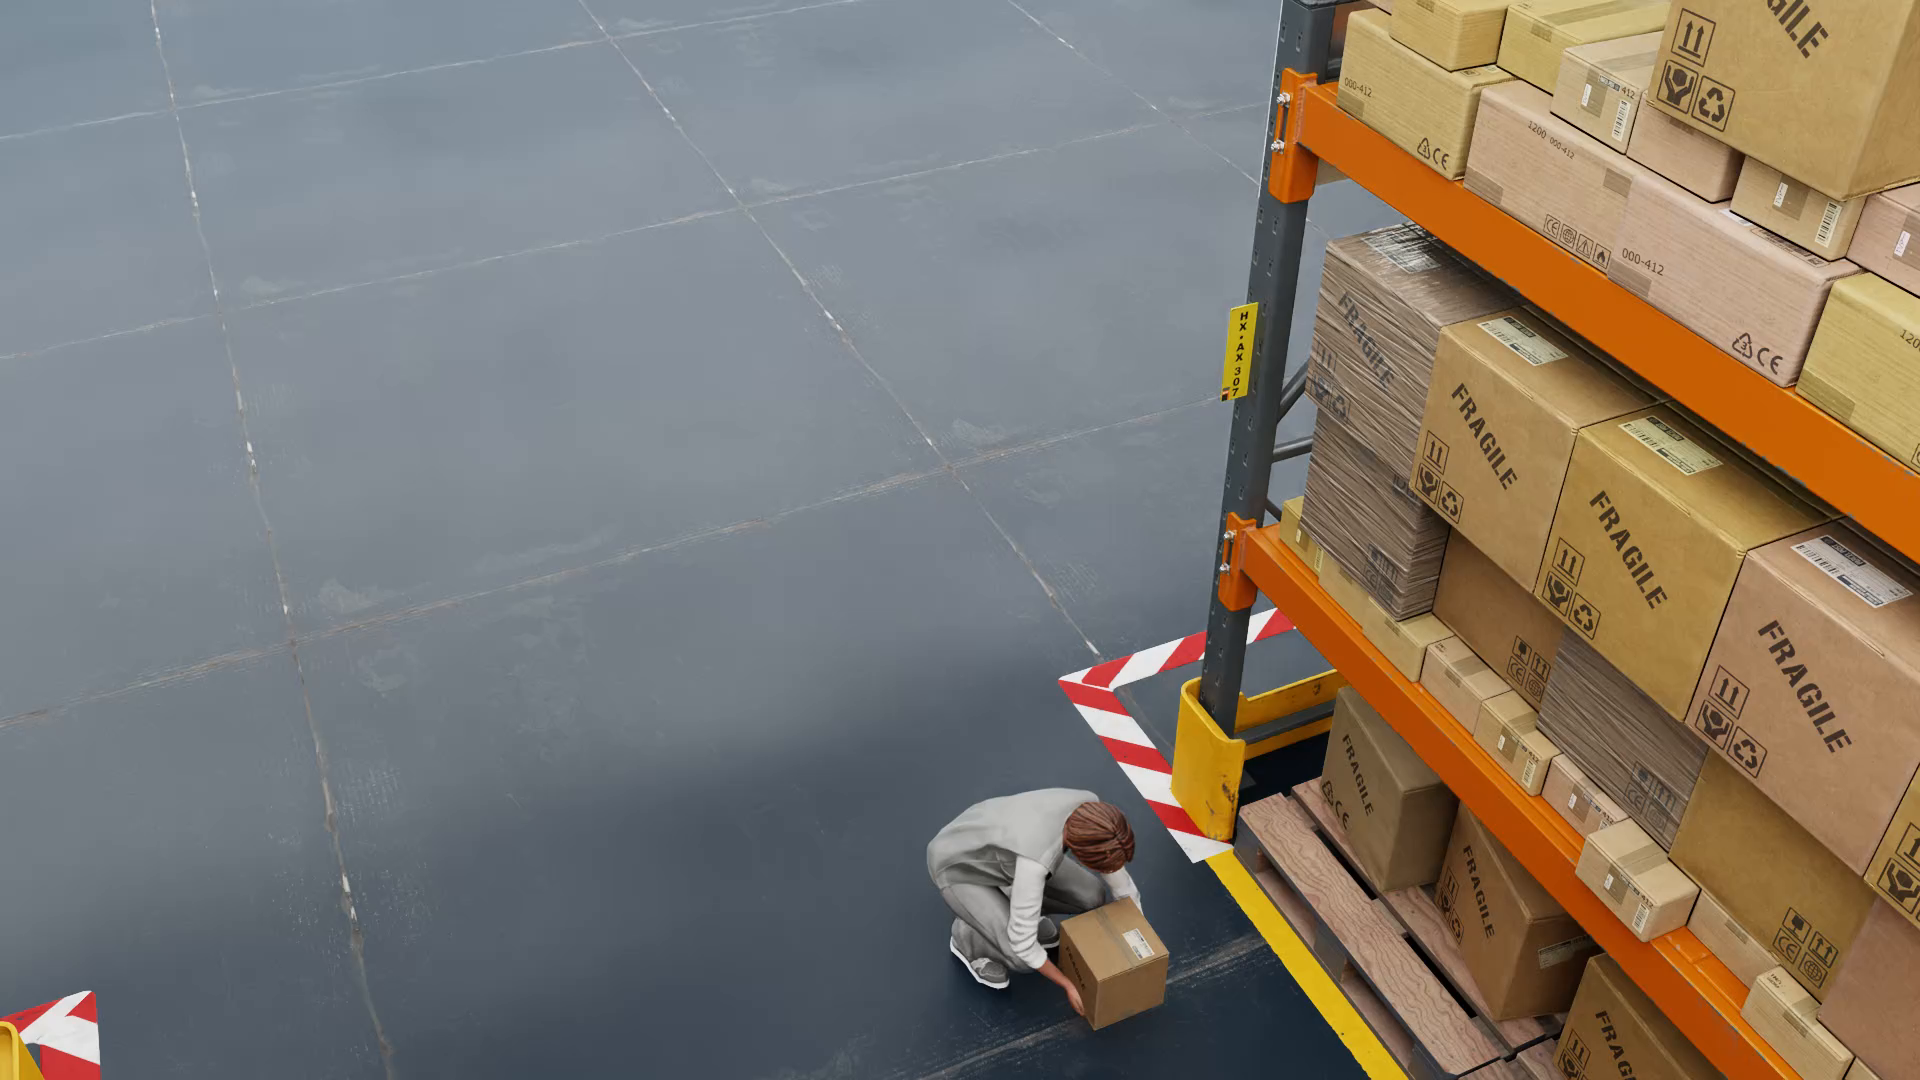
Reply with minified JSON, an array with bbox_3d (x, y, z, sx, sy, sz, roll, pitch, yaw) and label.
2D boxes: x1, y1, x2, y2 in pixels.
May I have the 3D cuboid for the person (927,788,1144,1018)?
[{"bbox_3d":[0.252,1.113,5.323,0.461,0.870,0.839,-31,47,-34],"label":"person"}]
